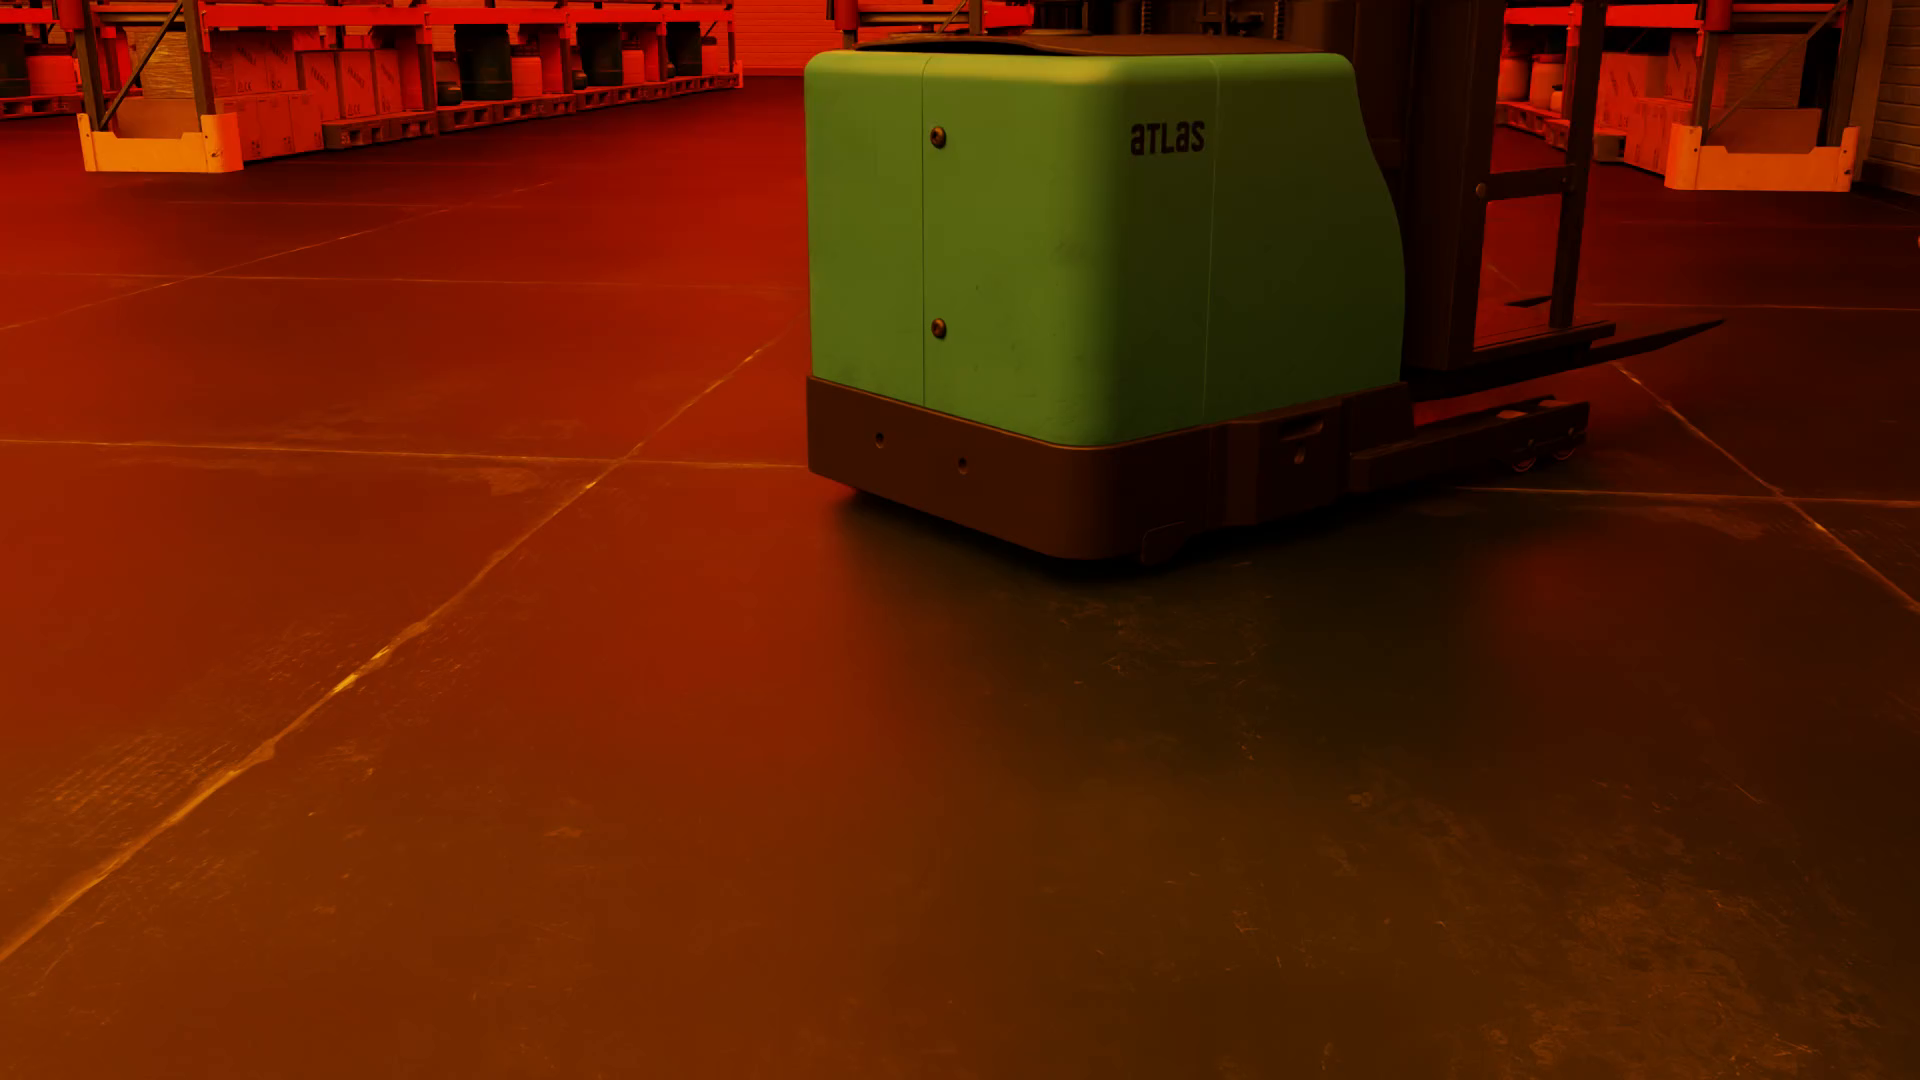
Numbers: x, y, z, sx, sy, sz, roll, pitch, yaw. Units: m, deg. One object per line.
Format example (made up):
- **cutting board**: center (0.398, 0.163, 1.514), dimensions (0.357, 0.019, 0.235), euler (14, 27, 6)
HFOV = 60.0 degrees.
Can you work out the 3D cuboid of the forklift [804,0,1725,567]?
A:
- **forklift**: center (1.079, -1.685, 4.295), dimensions (3.031, 2.935, 1.130), euler (-14, 22, -37)
